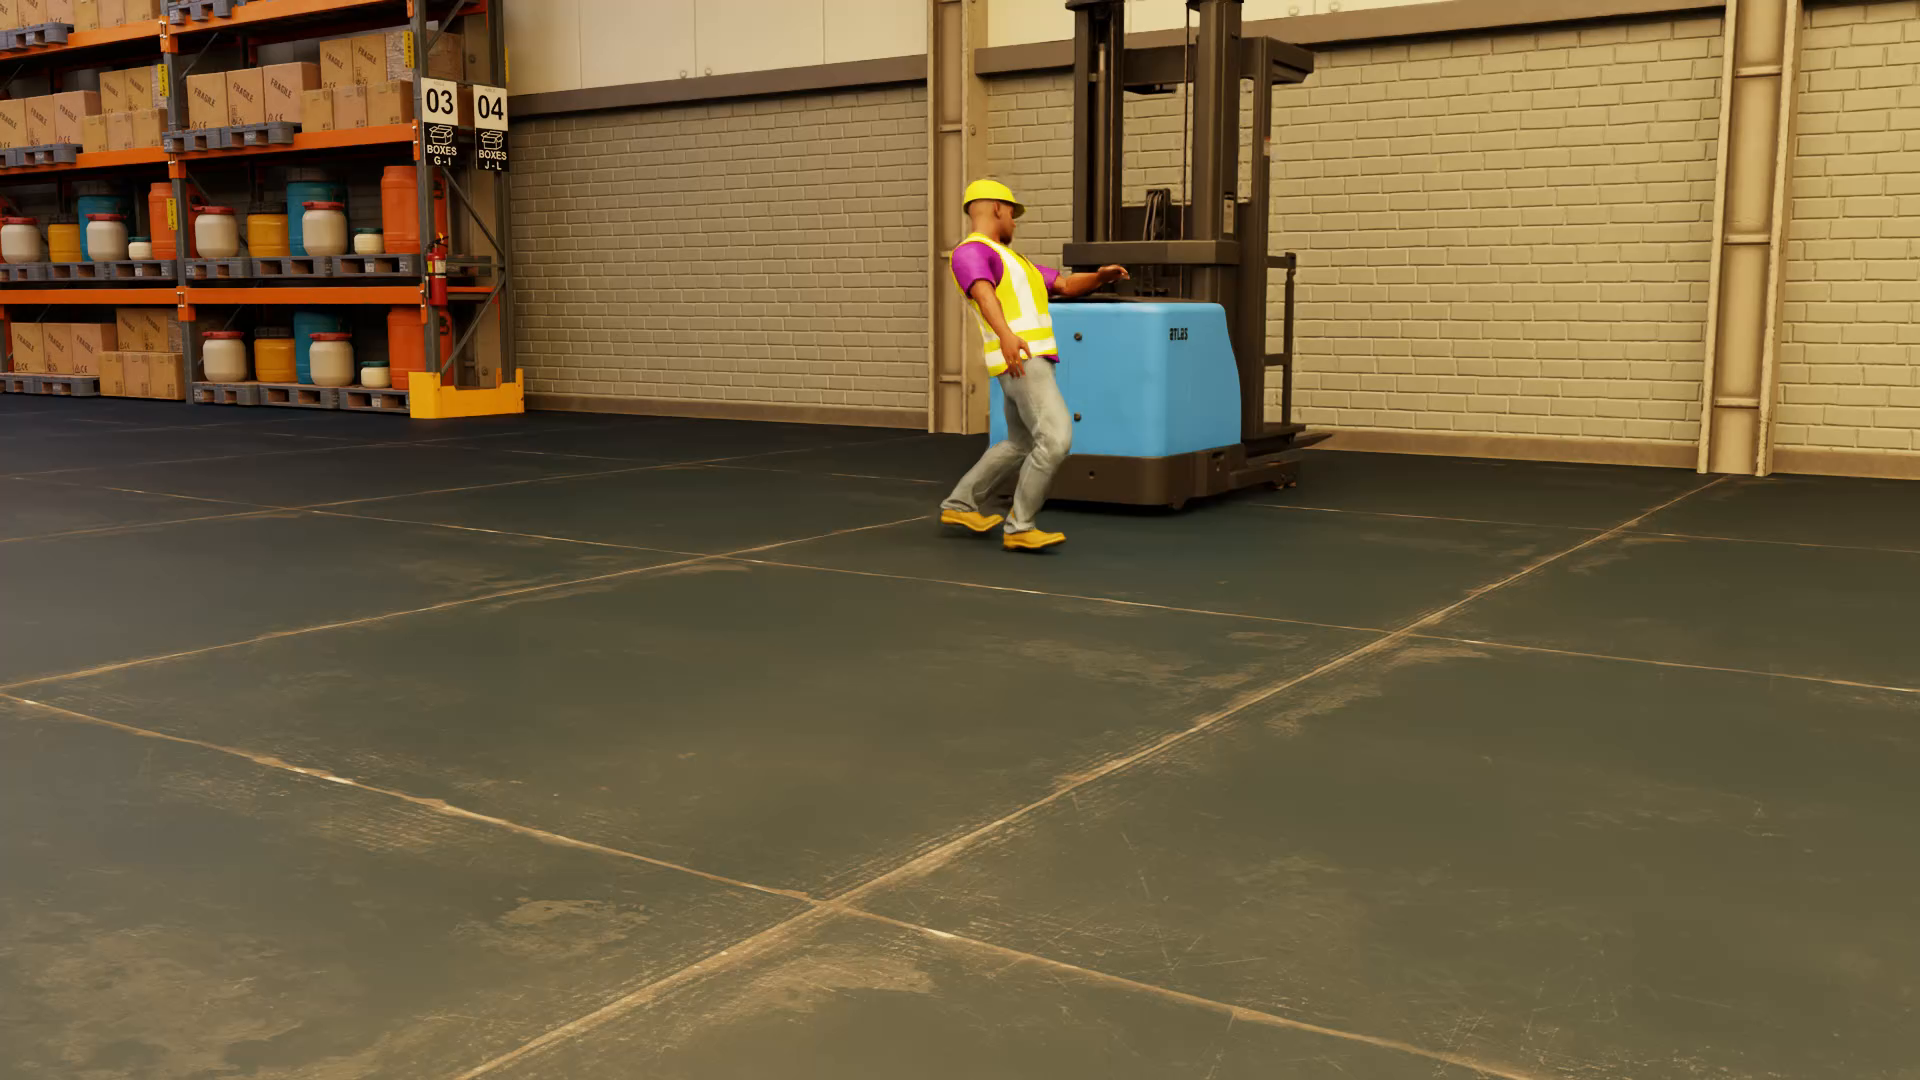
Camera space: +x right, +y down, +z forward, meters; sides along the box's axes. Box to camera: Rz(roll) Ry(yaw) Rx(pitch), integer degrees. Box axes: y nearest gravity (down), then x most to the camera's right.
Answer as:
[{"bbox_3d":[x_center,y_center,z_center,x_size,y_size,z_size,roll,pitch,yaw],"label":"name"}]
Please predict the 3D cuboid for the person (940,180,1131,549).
[{"bbox_3d":[0.302,-0.770,7.242,0.871,1.608,0.863,1,8,6],"label":"person"}]

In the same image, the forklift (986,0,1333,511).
[{"bbox_3d":[1.349,-1.766,9.615,1.130,2.935,3.031,5,10,32],"label":"forklift"}]
